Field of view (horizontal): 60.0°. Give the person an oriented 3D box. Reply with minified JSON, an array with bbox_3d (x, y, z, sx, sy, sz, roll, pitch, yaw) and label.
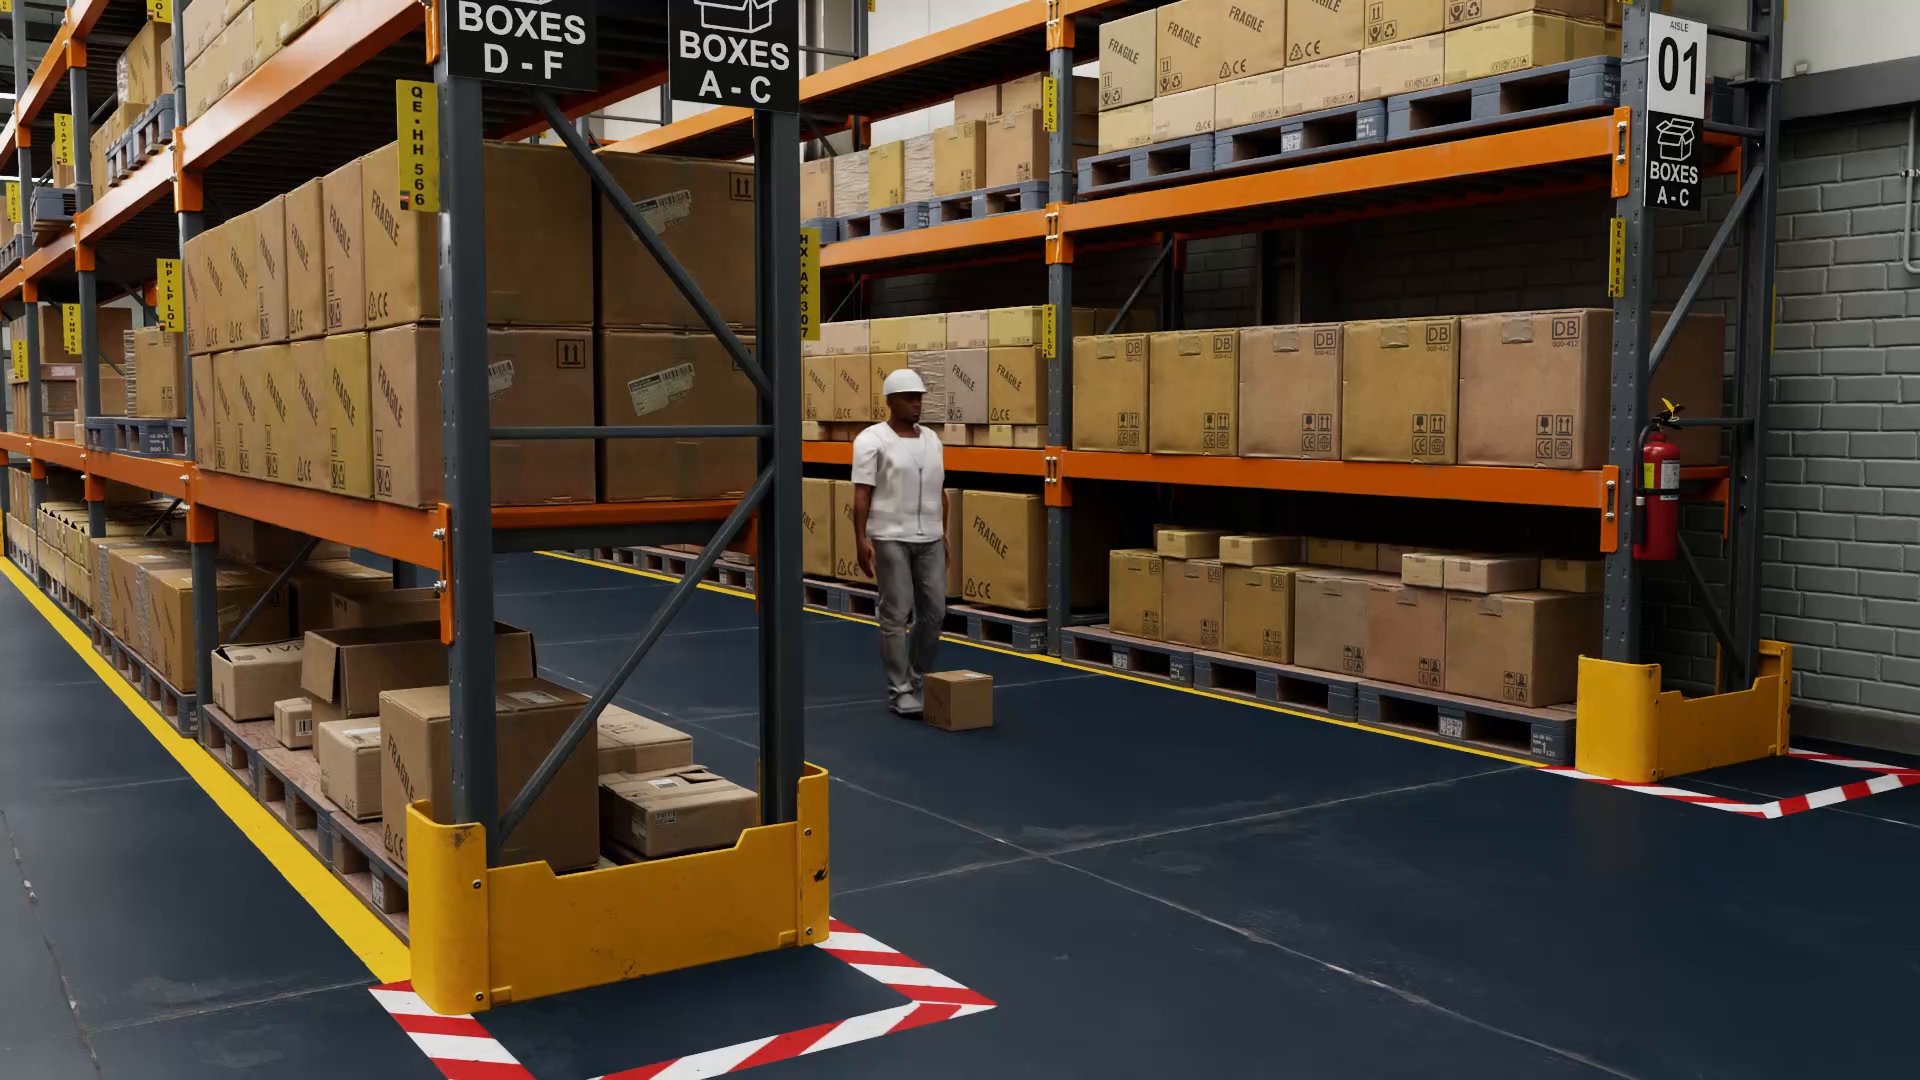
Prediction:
[{"bbox_3d":[-0.277,0.039,8.588,0.585,1.834,0.516,-3,6,-34],"label":"person"}]
